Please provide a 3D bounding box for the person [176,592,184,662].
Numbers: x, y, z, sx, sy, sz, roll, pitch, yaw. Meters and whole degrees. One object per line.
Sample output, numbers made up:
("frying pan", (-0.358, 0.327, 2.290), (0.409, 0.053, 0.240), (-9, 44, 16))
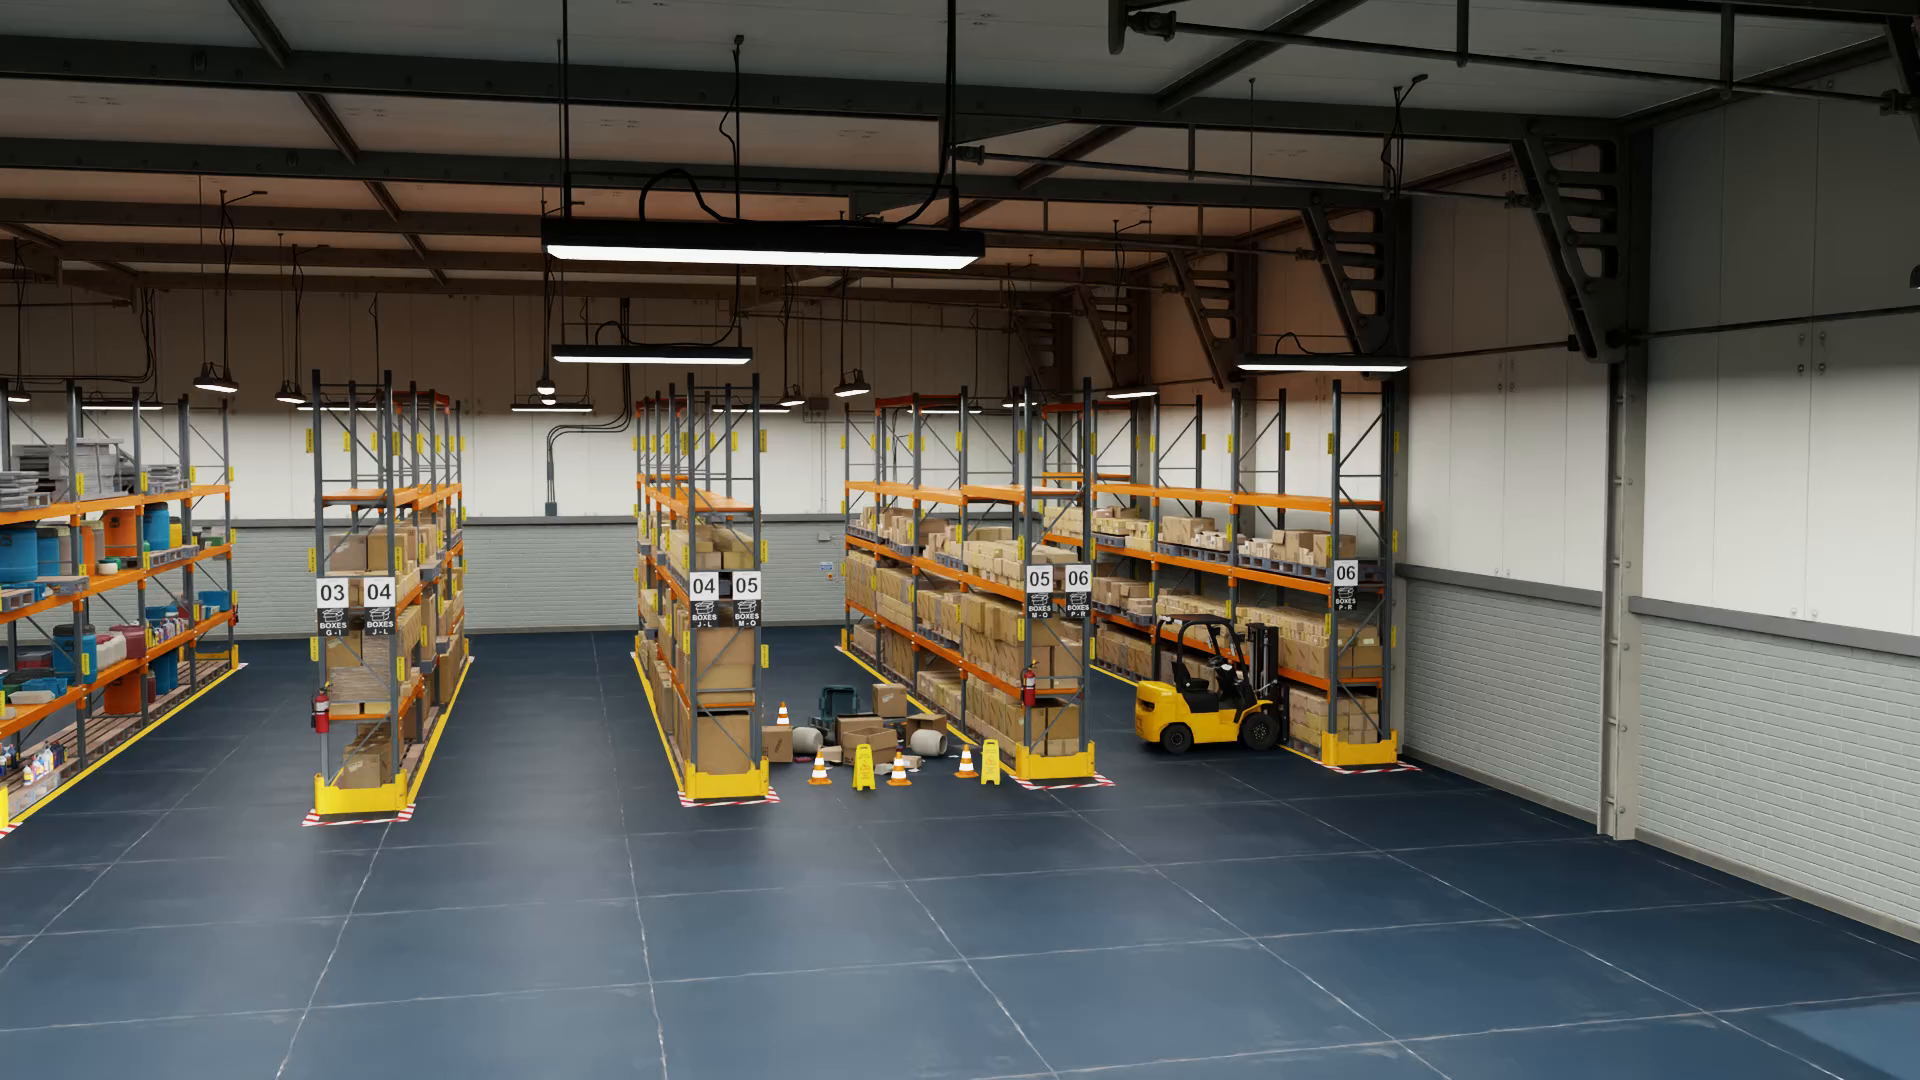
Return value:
("person", (-17.847, 1.991, 37.830), (0.754, 1.652, 0.671), (-3, 4, -41))
